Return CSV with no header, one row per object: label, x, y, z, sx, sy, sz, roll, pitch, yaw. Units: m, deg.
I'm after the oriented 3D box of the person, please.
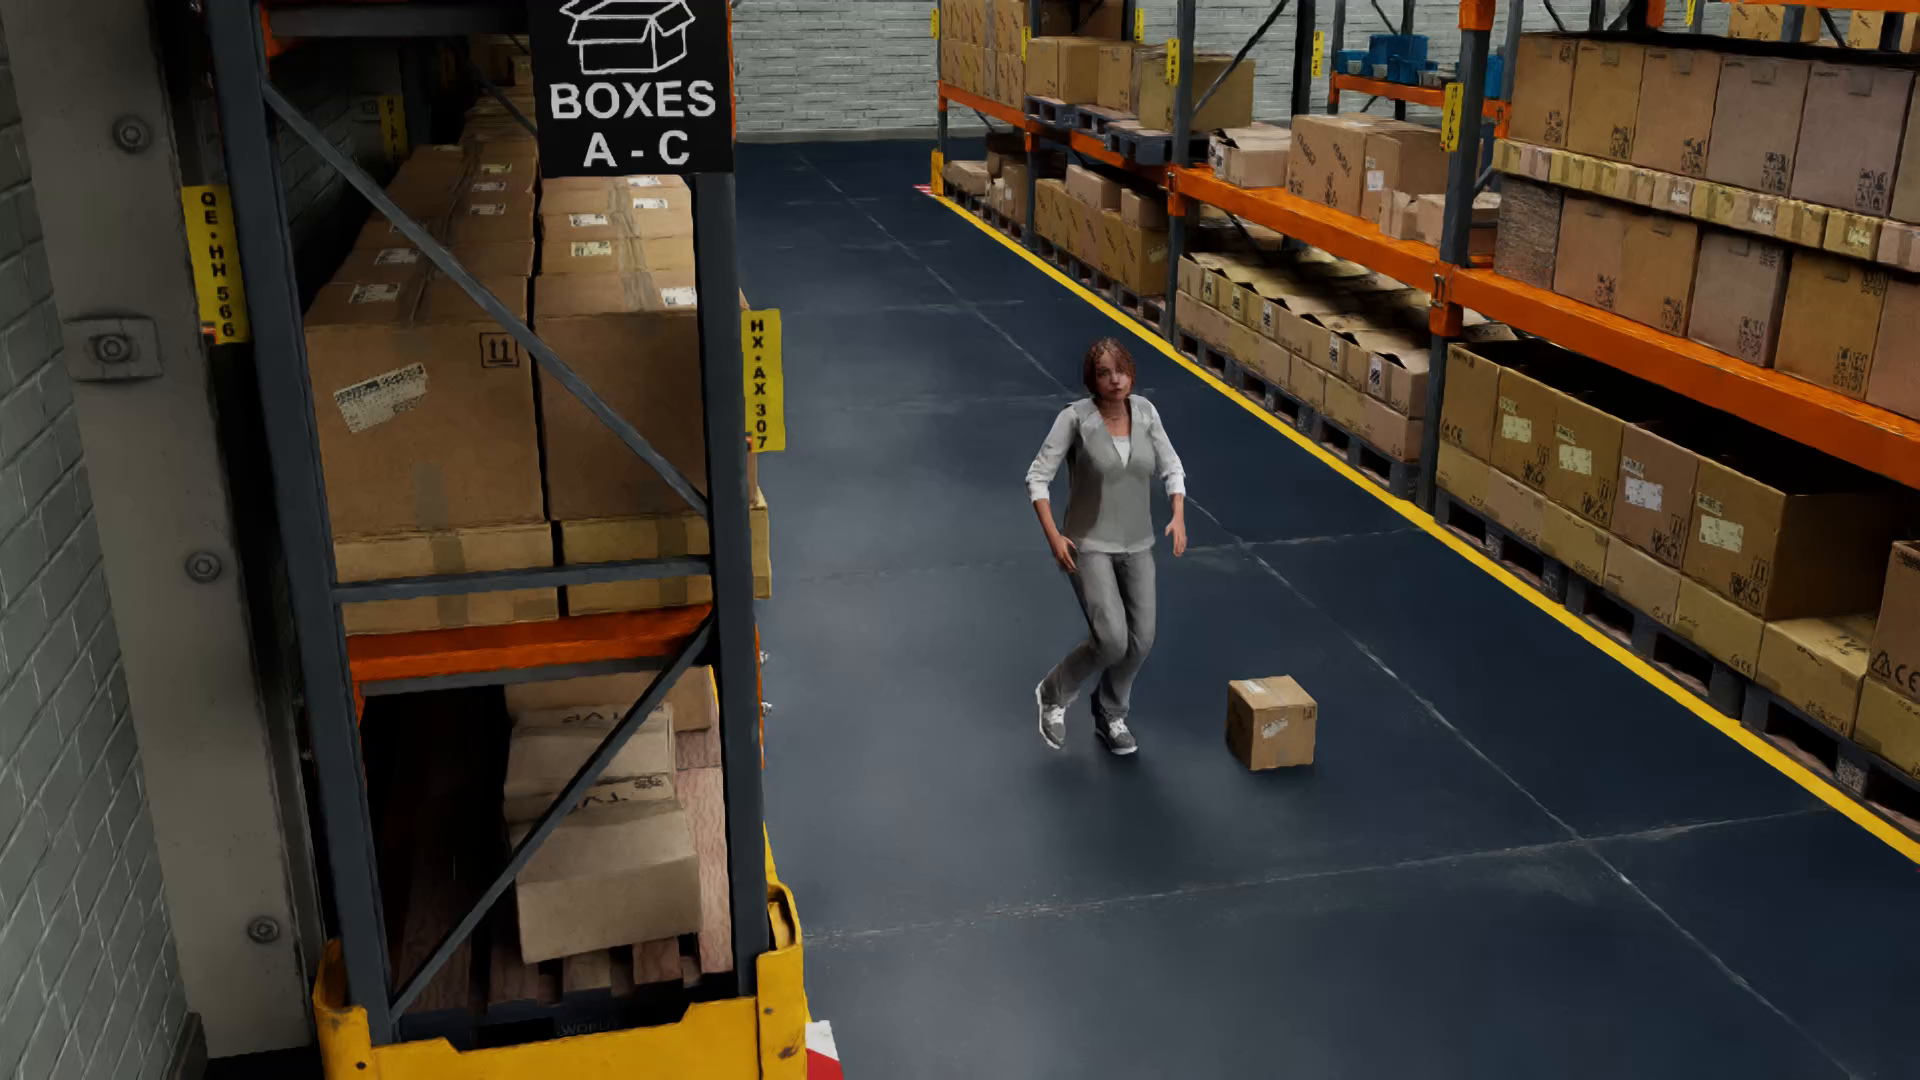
person,0.575,0.044,6.018,0.579,1.567,0.442,-10,22,-27
